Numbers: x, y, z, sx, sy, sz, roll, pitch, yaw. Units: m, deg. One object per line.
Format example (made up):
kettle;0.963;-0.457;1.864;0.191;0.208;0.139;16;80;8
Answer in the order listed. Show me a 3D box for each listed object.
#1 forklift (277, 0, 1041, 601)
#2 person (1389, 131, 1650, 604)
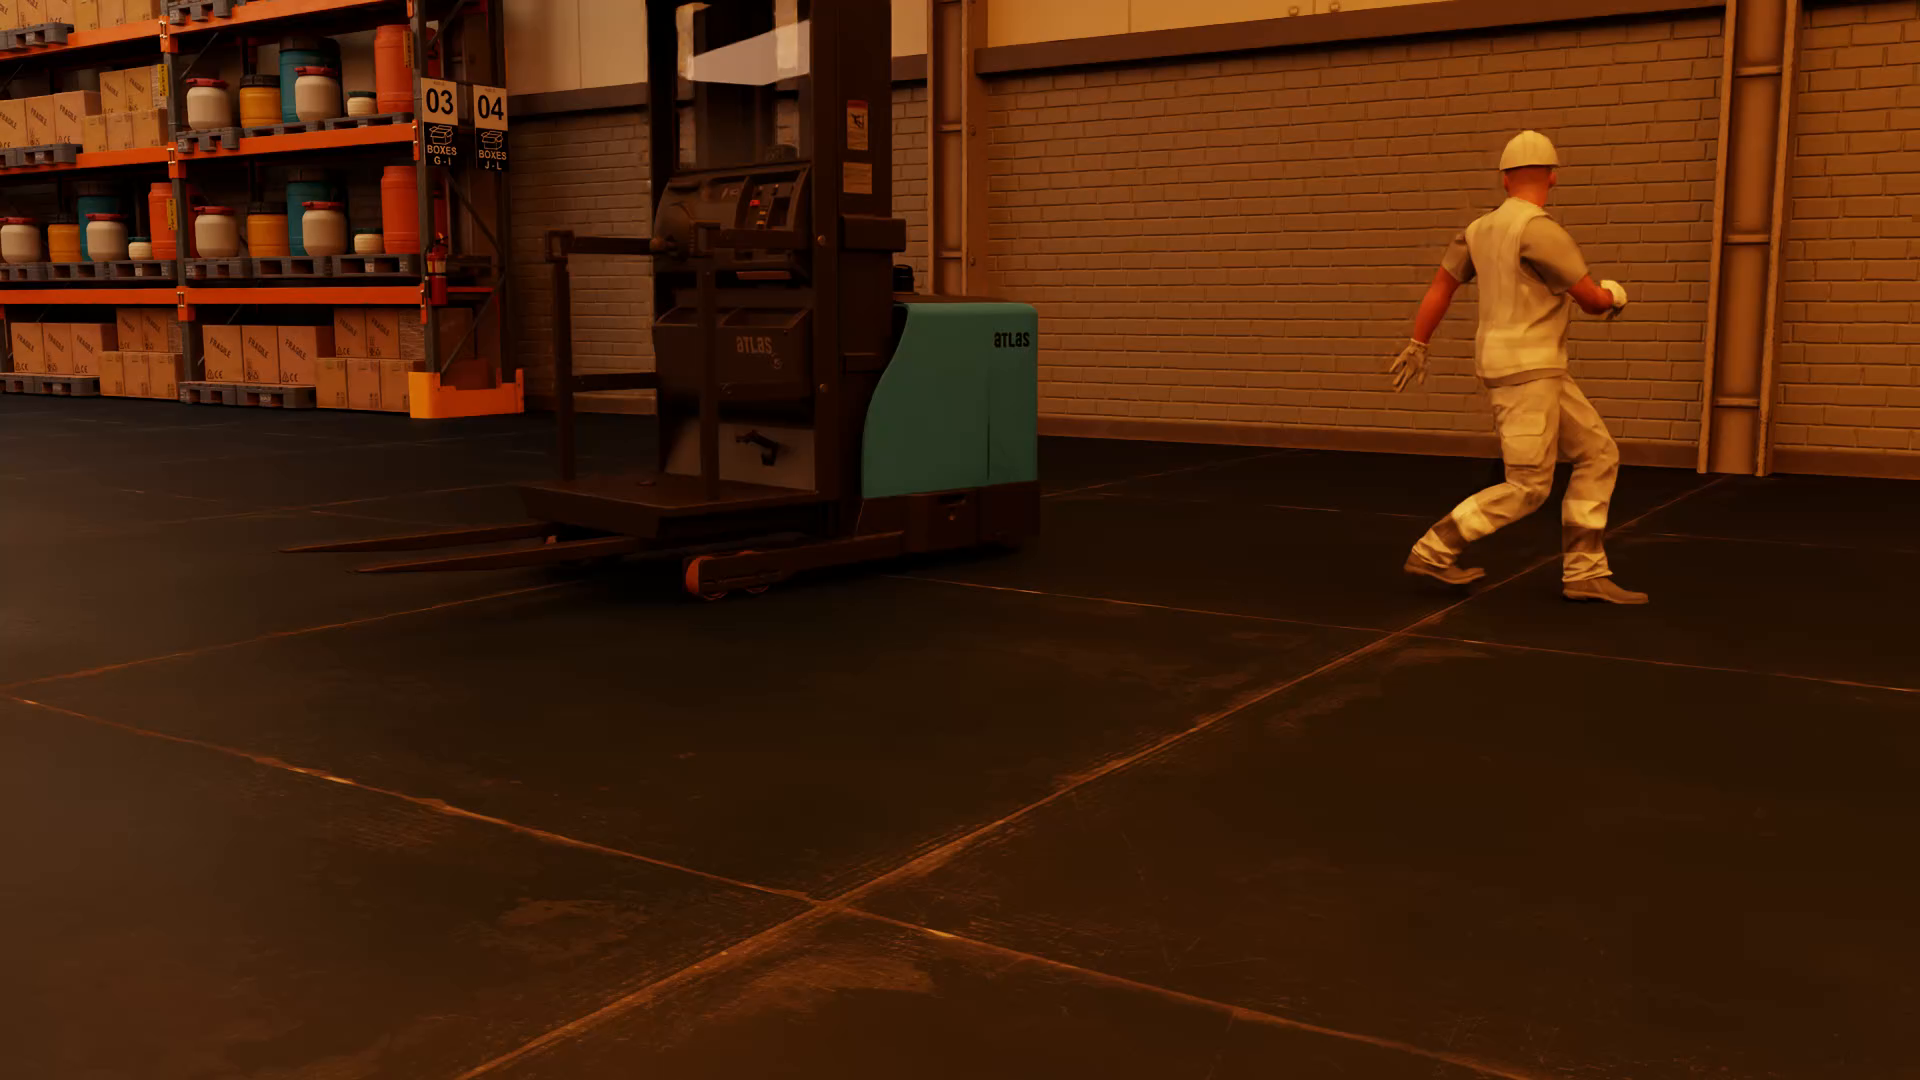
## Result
forklift;-1.059;-1.312;6.418;3.031;2.935;1.130;-8;11;-43
person;2.046;-0.615;6.027;0.937;1.700;0.569;2;8;12
